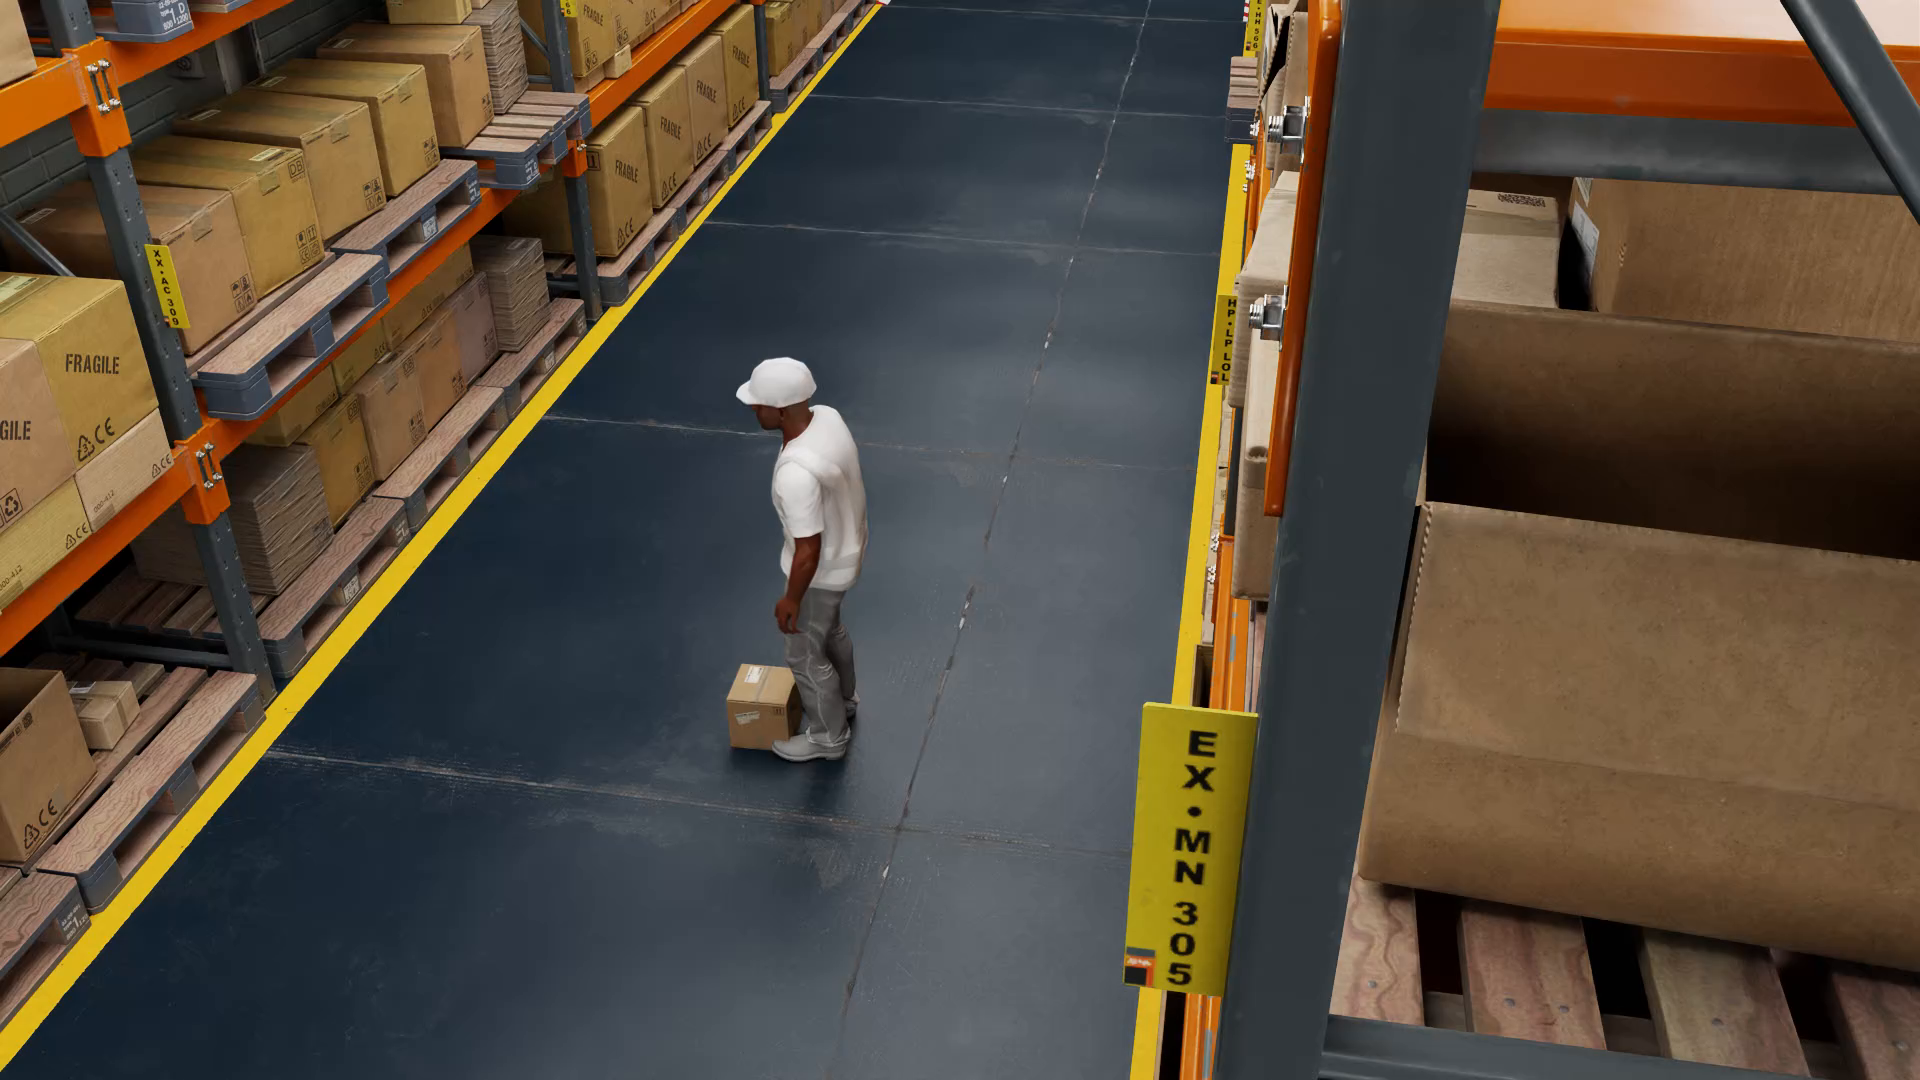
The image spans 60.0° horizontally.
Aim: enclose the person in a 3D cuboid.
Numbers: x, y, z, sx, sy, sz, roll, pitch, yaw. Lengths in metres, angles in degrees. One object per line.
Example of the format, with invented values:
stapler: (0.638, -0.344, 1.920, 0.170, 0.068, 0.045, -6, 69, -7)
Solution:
person: (-0.588, 0.081, 6.491, 0.454, 1.761, 0.636, 4, 32, 6)
